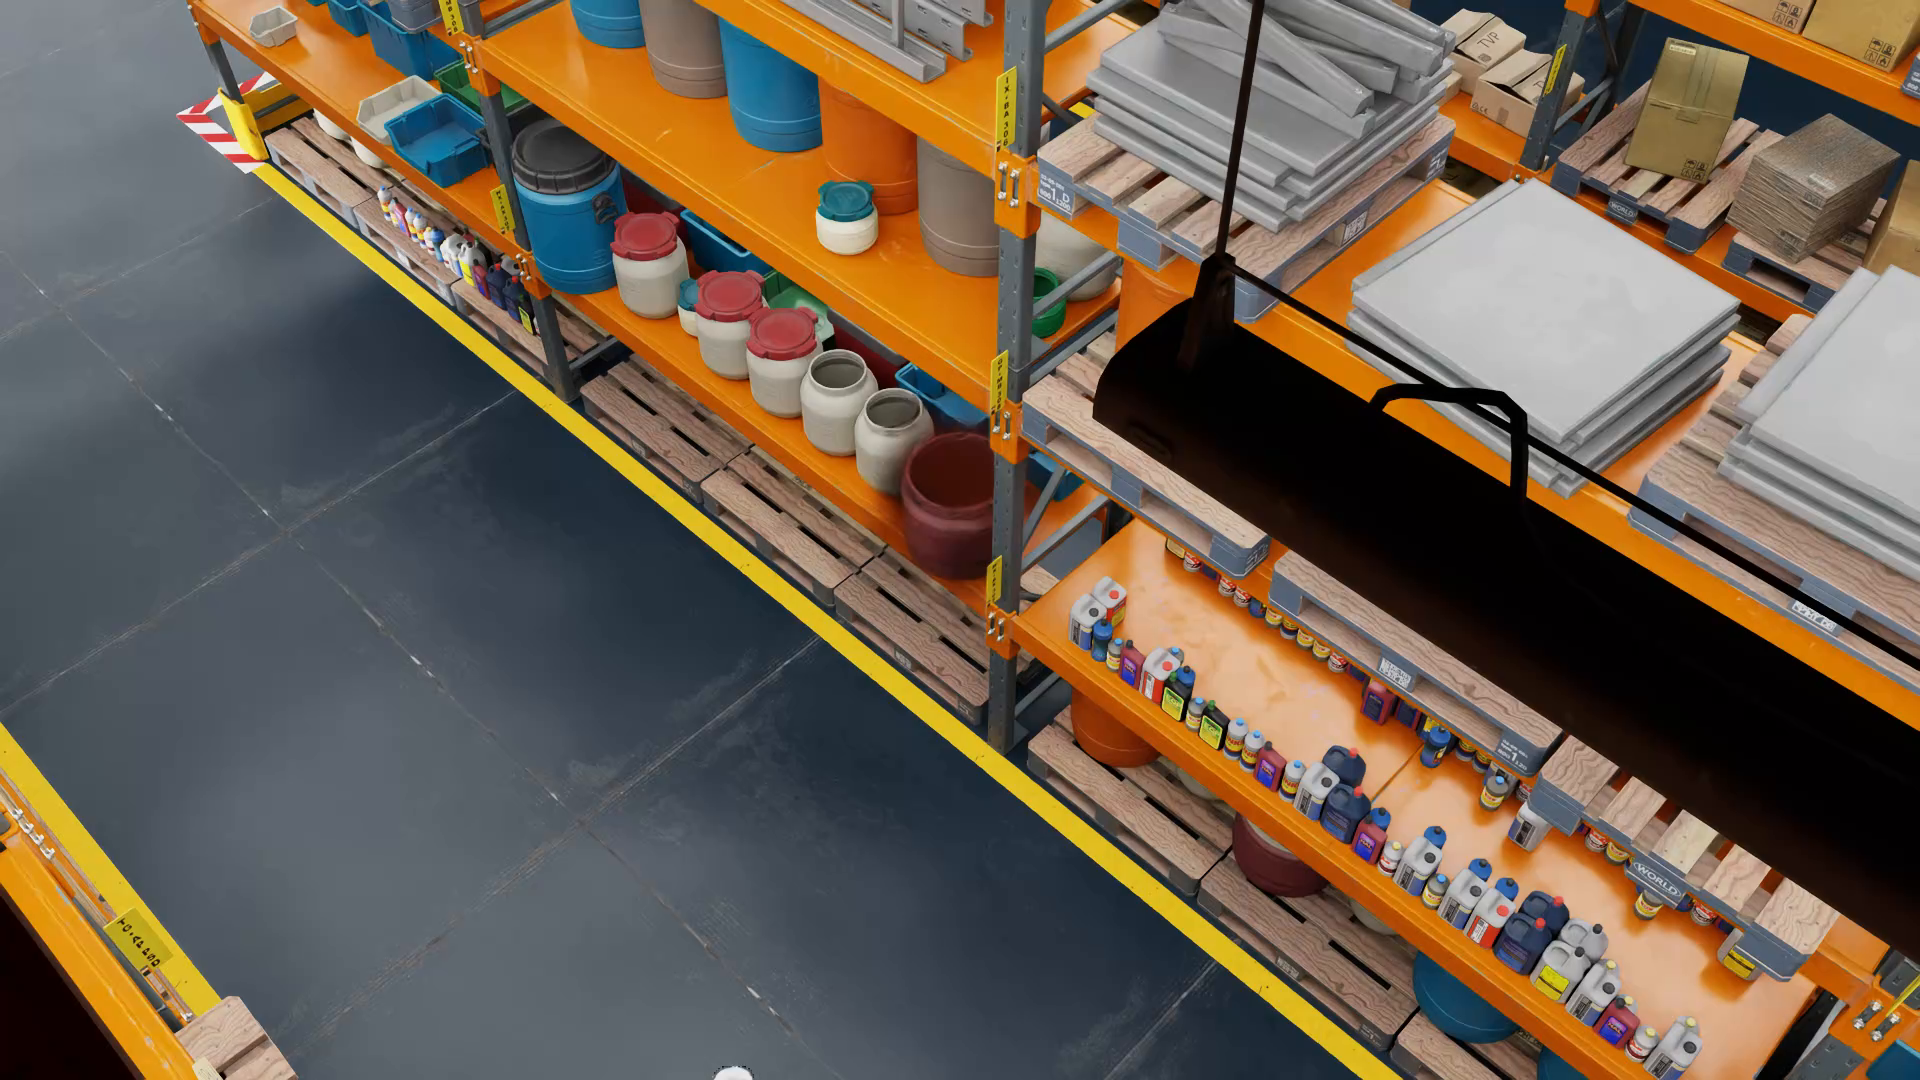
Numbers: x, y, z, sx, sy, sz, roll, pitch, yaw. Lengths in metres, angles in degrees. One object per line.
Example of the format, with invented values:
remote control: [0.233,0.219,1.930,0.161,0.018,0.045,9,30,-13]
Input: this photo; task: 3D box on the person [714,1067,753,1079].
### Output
person: [-0.777,2.780,6.811,0.748,1.655,0.718,-30,56,-23]
